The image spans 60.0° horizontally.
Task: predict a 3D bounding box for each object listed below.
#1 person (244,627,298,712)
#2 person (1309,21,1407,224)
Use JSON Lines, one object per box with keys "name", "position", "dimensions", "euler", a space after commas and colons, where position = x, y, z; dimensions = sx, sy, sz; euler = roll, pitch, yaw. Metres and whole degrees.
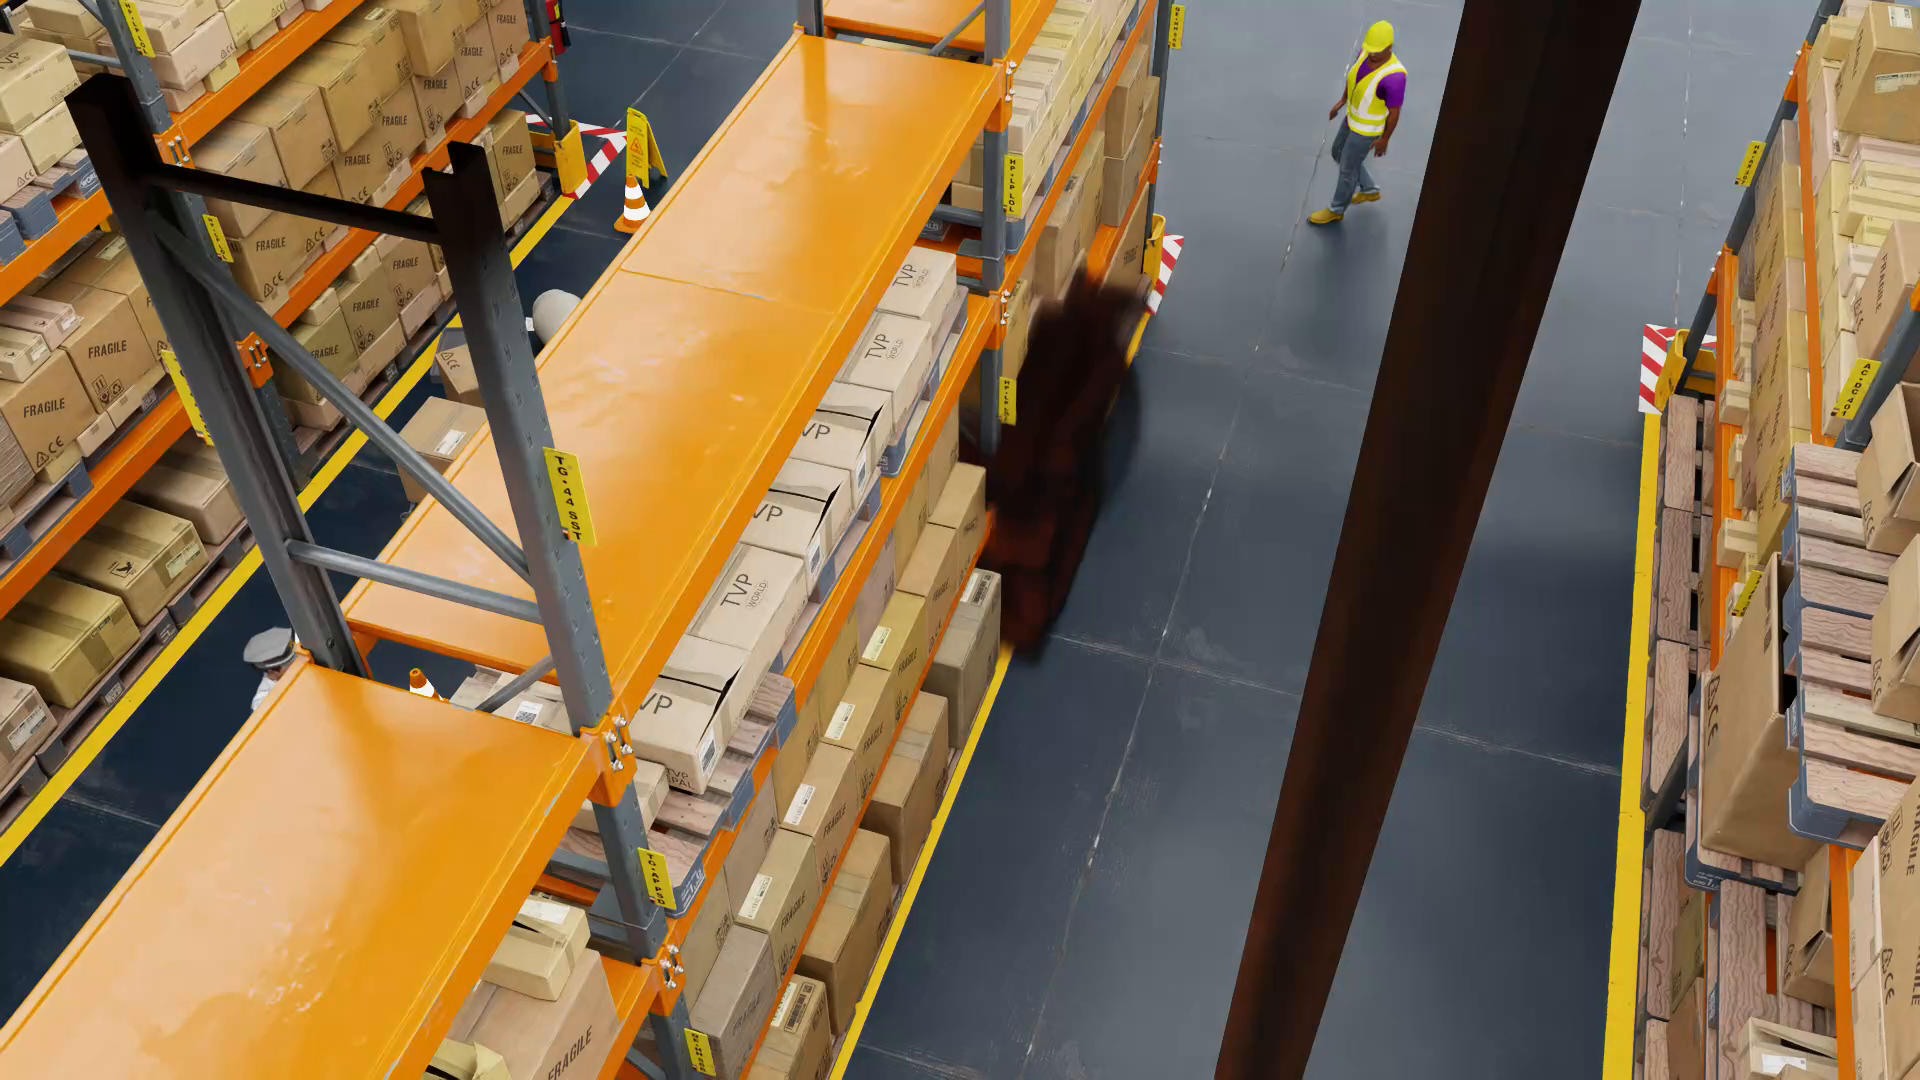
{"name": "person", "position": [-3.484, 1.096, 8.894], "dimensions": [0.366, 1.679, 0.532], "euler": [16, 48, 15]}
{"name": "person", "position": [3.168, -3.309, 13.138], "dimensions": [0.582, 1.769, 0.571], "euler": [2, 46, 2]}
